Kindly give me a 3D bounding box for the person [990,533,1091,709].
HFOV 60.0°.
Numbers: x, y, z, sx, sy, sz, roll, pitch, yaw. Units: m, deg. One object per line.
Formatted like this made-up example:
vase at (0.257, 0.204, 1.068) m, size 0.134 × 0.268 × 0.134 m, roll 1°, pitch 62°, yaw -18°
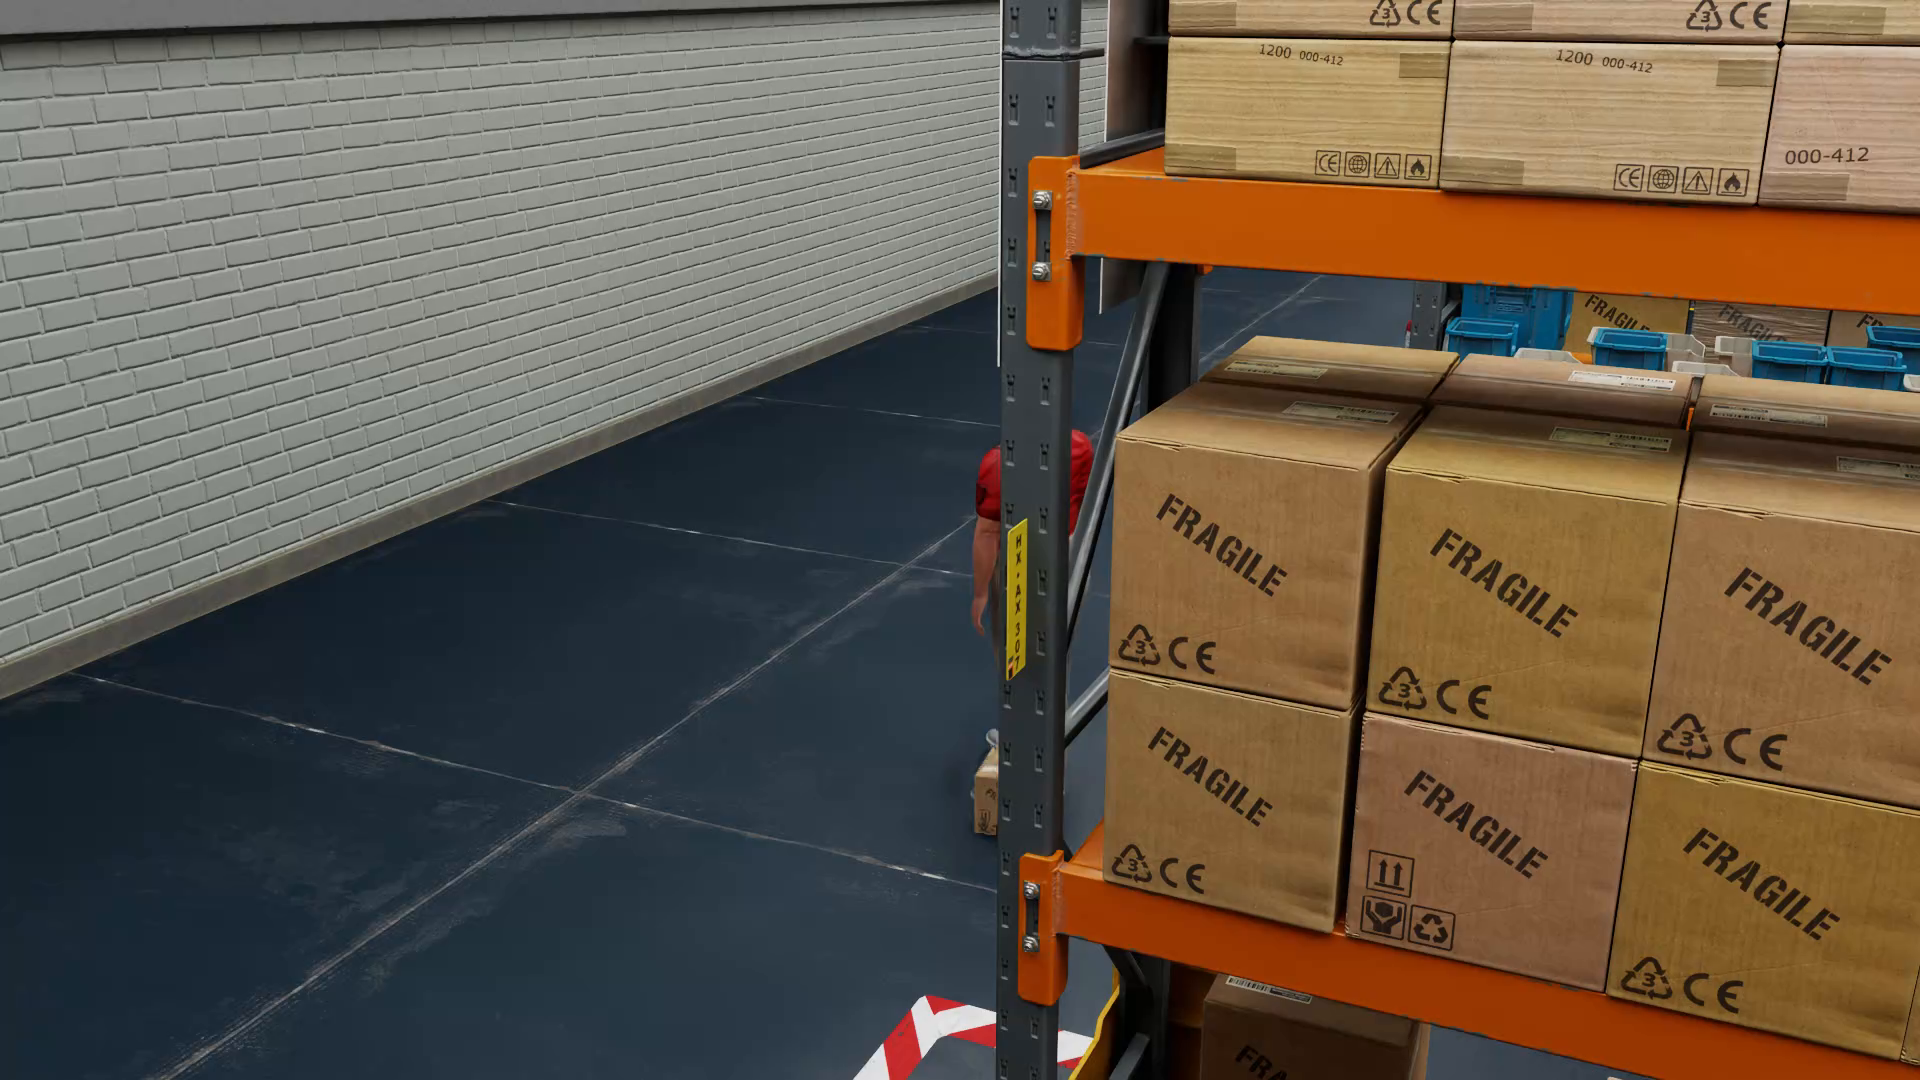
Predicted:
person at (0.304, 0.175, 6.527) m, size 0.431 × 1.577 × 0.386 m, roll -16°, pitch 25°, yaw -40°
